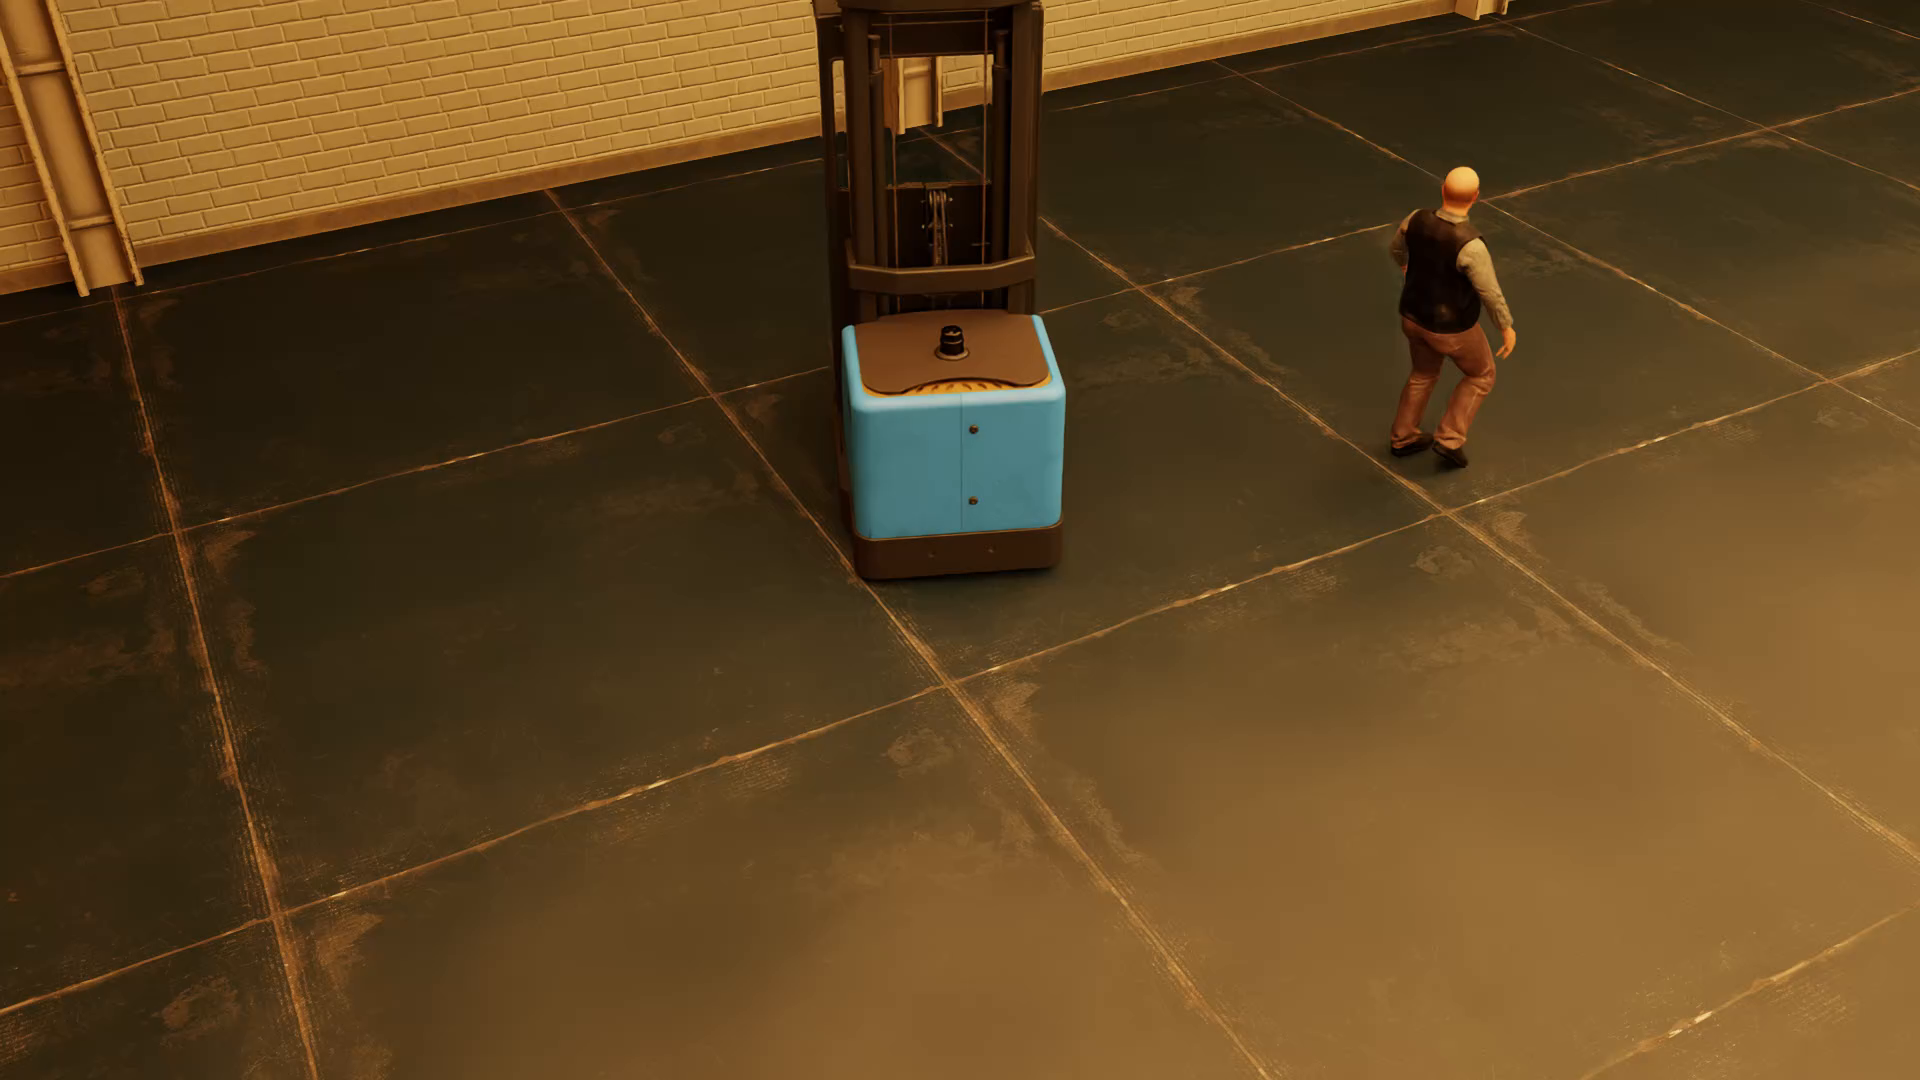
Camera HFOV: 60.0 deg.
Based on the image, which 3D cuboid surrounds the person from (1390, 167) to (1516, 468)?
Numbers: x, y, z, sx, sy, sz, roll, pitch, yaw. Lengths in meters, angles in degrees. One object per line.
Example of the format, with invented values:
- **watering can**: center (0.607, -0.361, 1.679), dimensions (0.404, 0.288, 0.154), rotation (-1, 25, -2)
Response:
- **person**: center (2.588, -1.190, 8.907), dimensions (0.497, 1.729, 0.843), rotation (-19, 39, -24)

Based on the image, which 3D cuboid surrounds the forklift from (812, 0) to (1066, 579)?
- **forklift**: center (-0.173, -1.839, 8.724), dimensions (1.130, 2.935, 3.031), rotation (-4, 35, -6)
